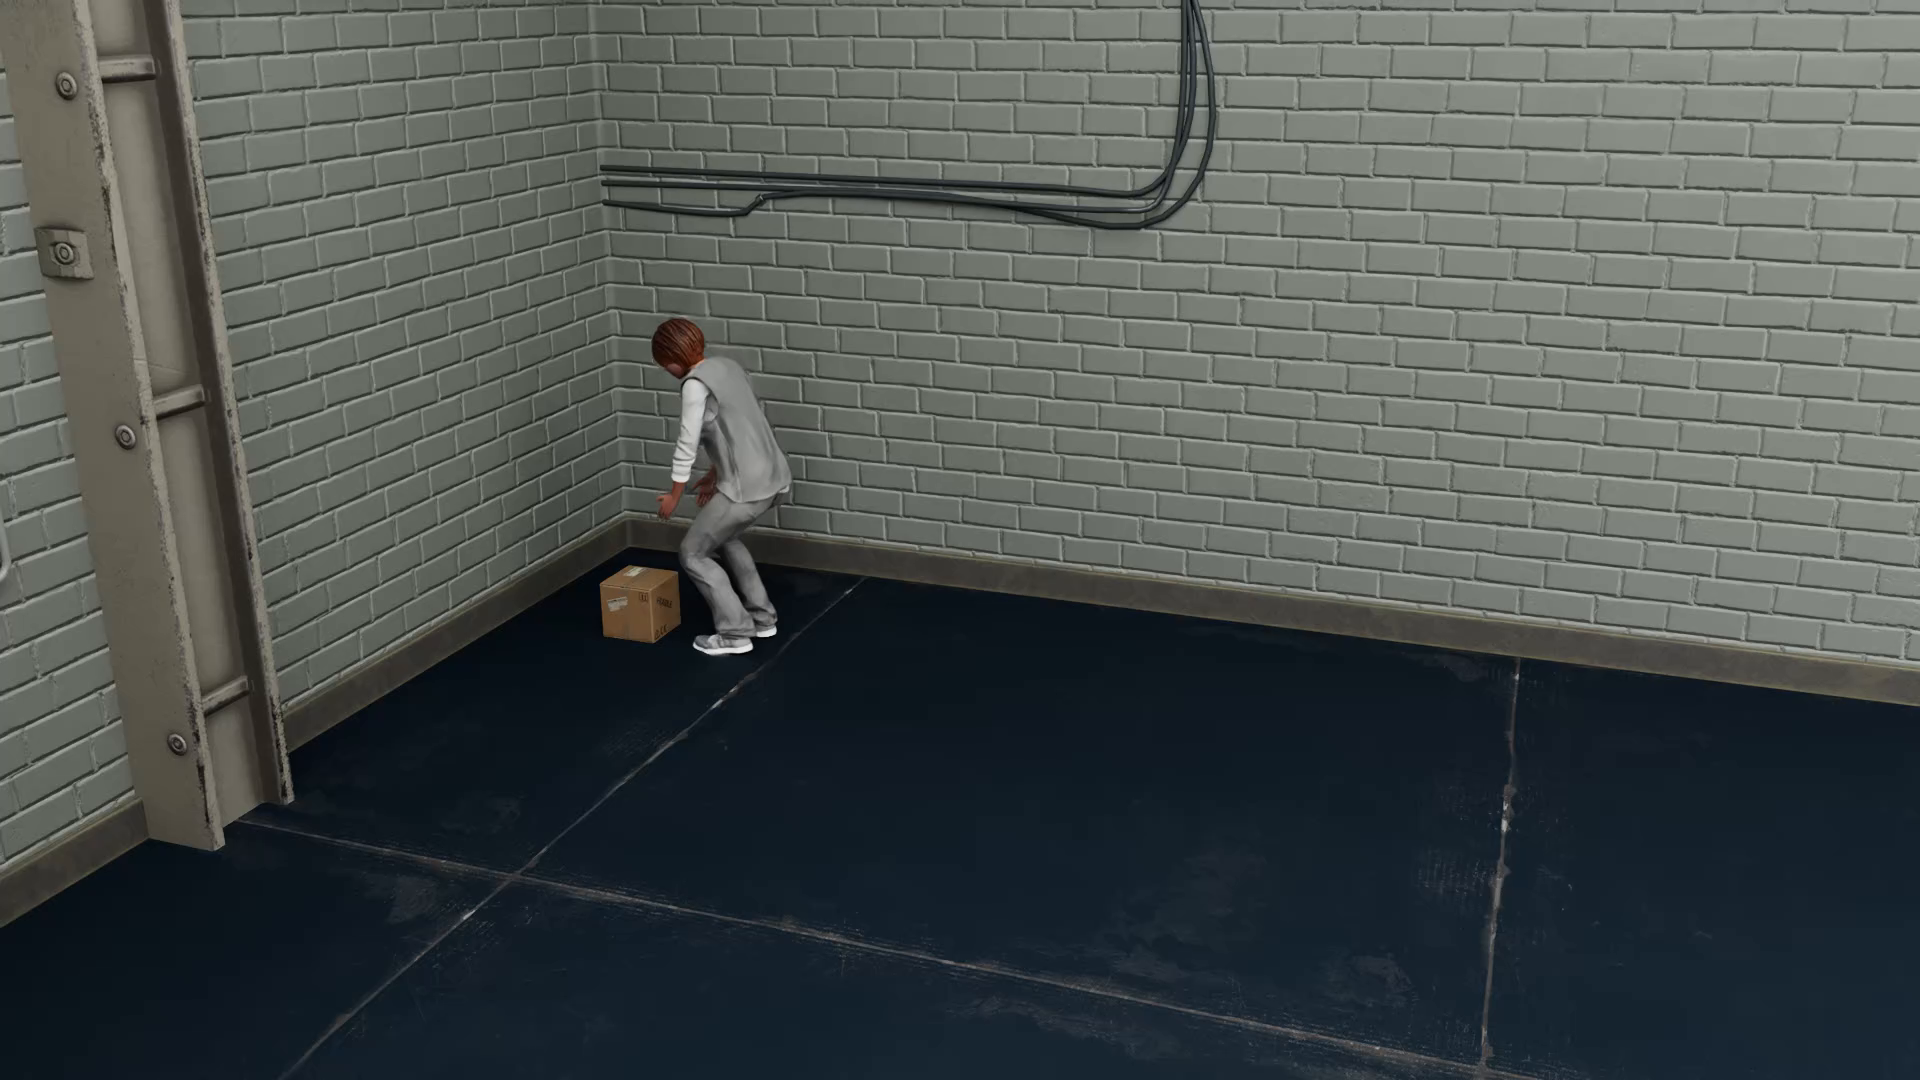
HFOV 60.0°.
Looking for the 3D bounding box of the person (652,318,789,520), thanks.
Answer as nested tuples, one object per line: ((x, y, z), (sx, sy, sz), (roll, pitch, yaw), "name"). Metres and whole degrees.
((-1.007, -0.480, 6.893), (0.546, 0.828, 0.456), (7, 20, 19), "person")
